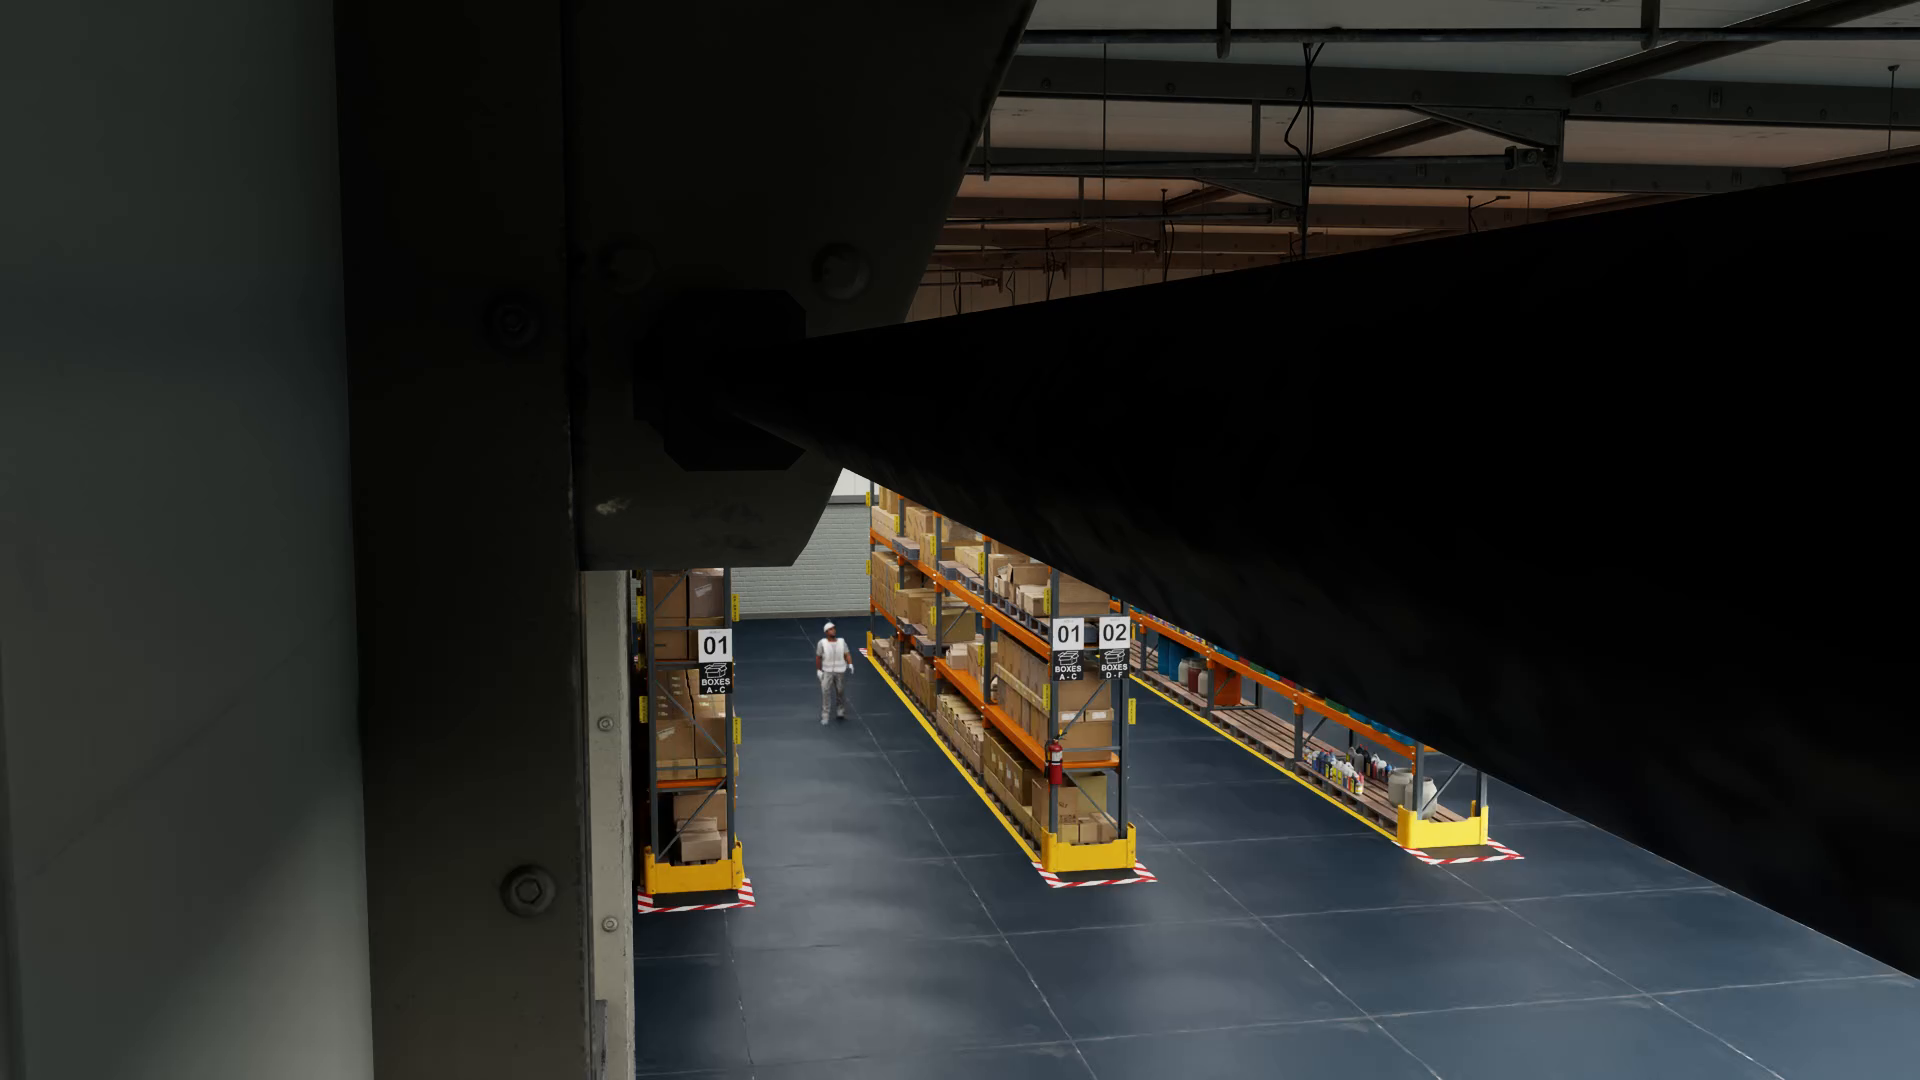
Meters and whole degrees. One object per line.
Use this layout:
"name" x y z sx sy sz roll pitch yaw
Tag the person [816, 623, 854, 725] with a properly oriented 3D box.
"person" -2.229 2.357 29.642 0.712 1.733 0.932 1 6 5
